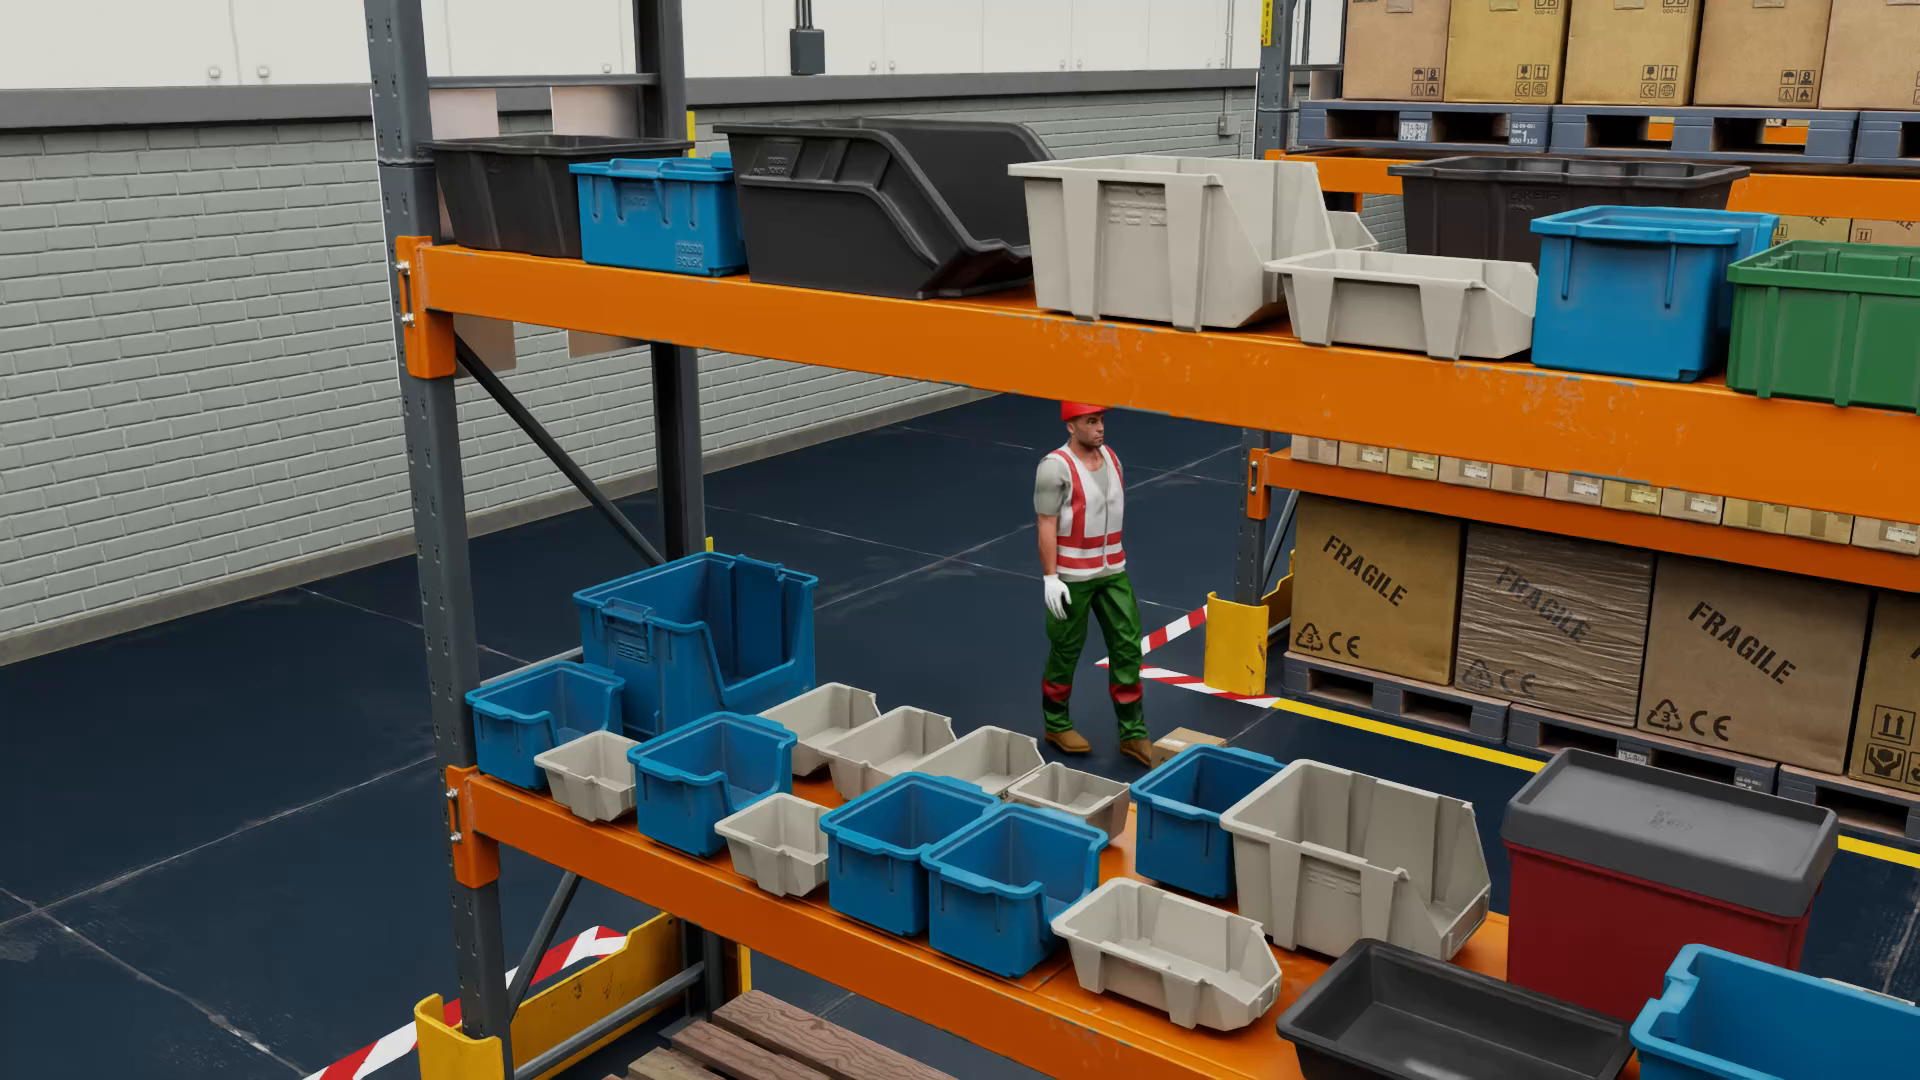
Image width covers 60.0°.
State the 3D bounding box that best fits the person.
[{"bbox_3d":[0.674,0.188,7.801,0.555,1.781,0.664,-12,20,-34],"label":"person"}]
